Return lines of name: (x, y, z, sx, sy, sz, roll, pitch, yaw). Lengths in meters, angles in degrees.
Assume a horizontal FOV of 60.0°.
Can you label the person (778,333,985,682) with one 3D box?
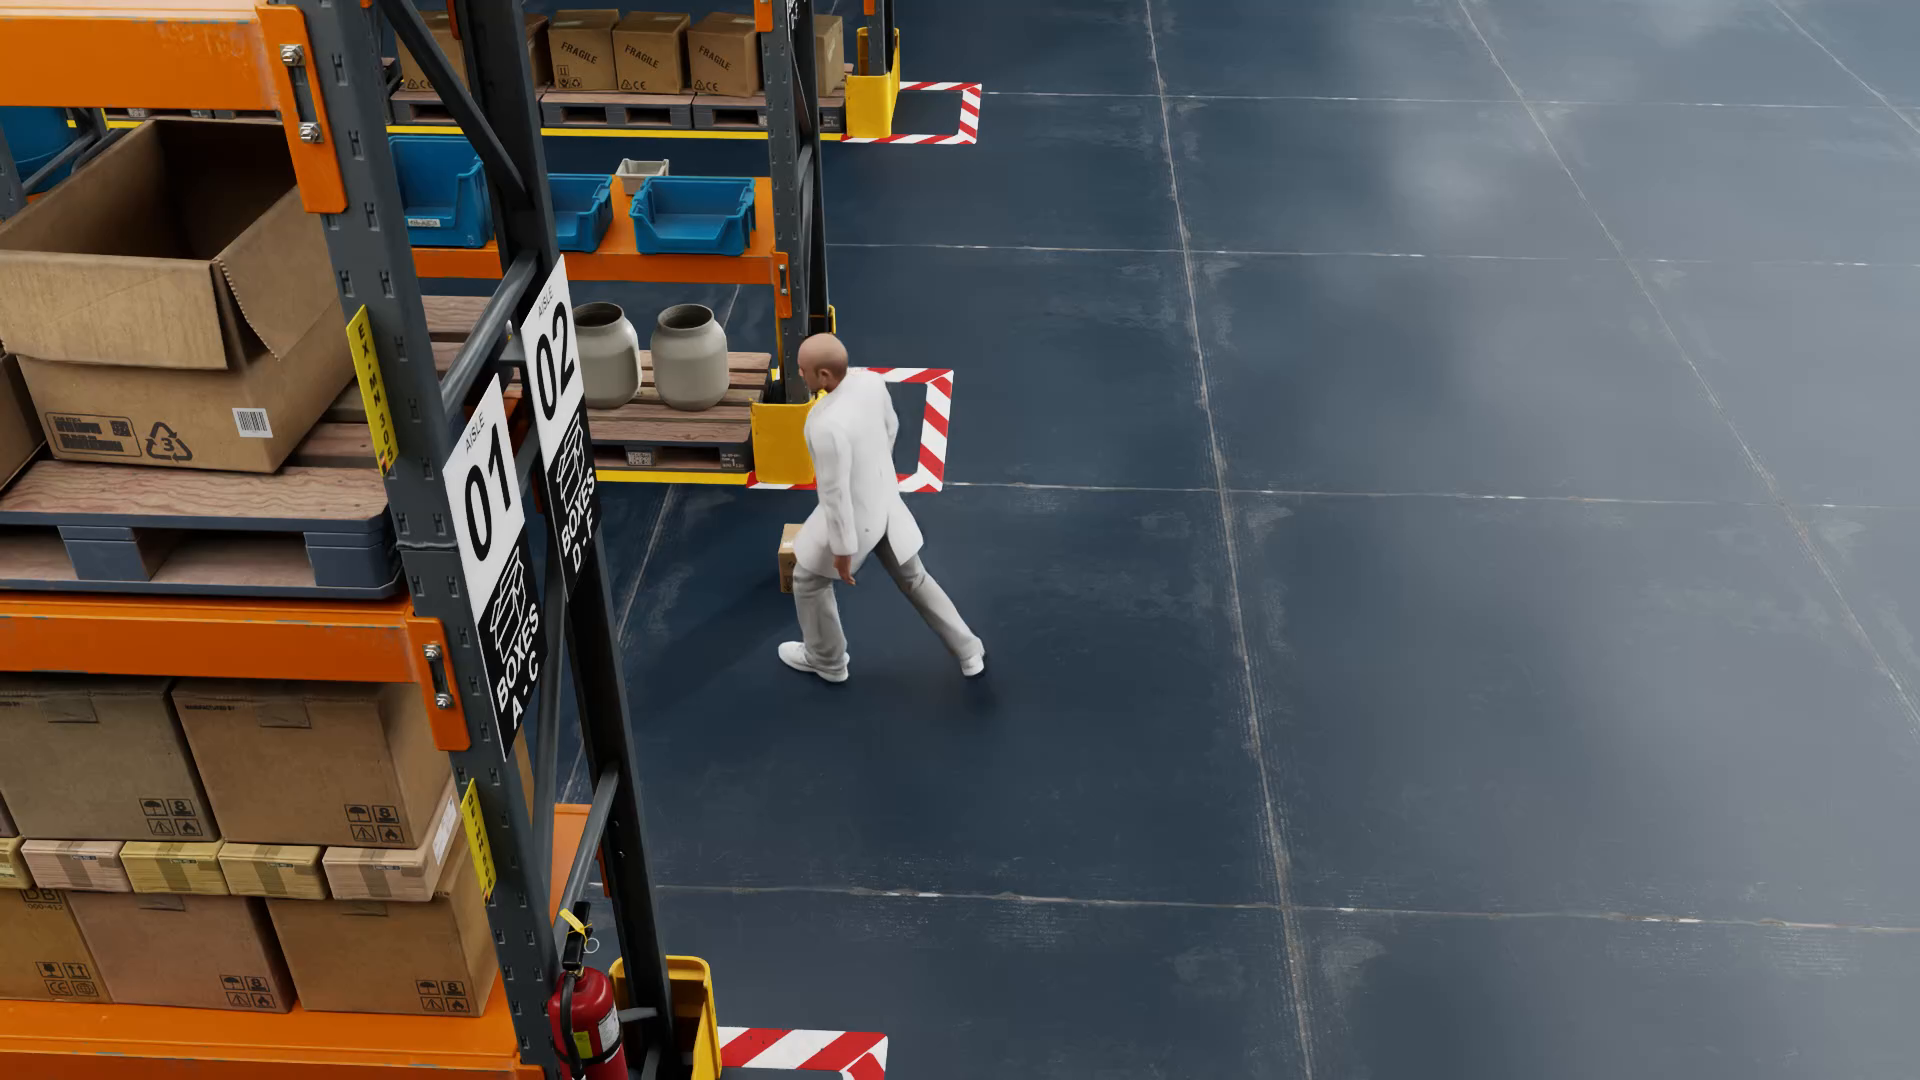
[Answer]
person: (-0.342, -0.102, 7.307, 0.962, 1.718, 0.661, 20, 40, 26)
